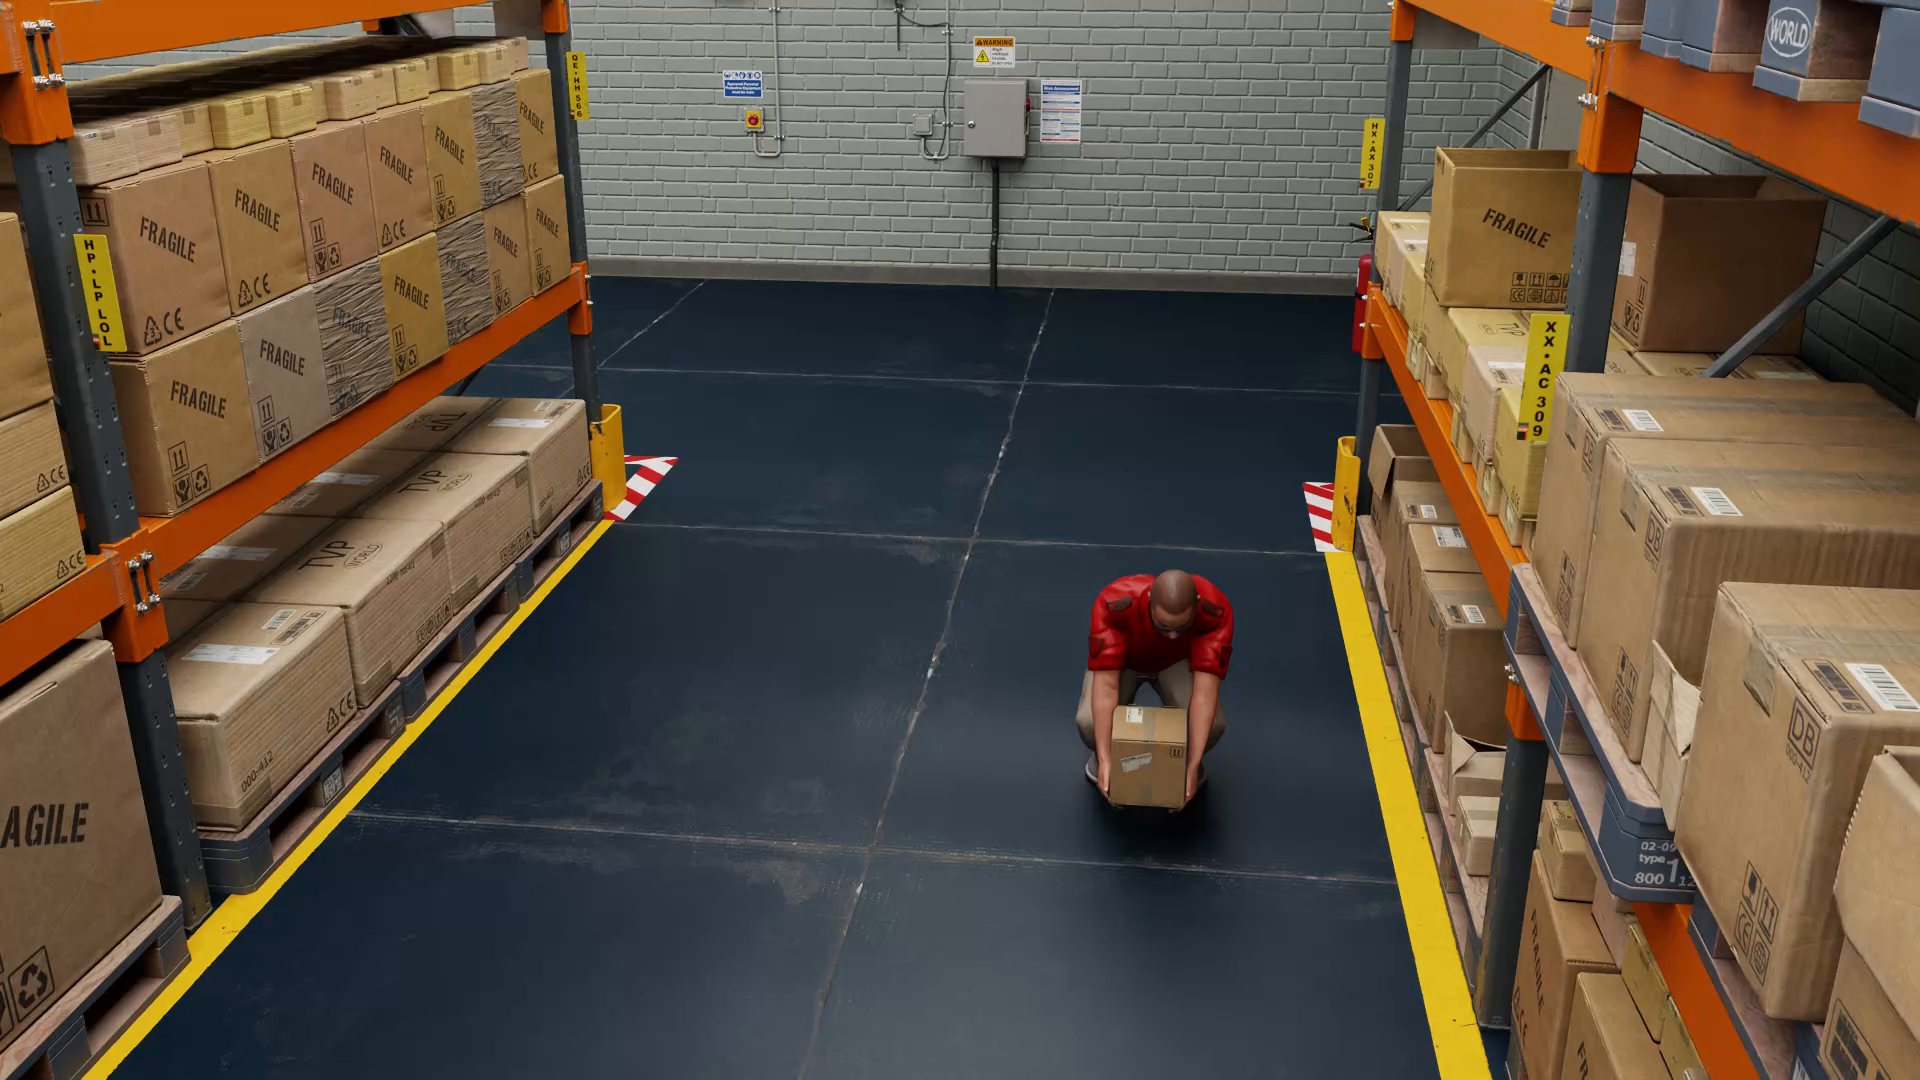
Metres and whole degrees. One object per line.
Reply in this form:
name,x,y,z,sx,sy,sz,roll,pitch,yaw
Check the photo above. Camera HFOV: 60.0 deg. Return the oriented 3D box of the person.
person,0.694,0.470,5.941,0.529,0.987,0.886,2,21,5
